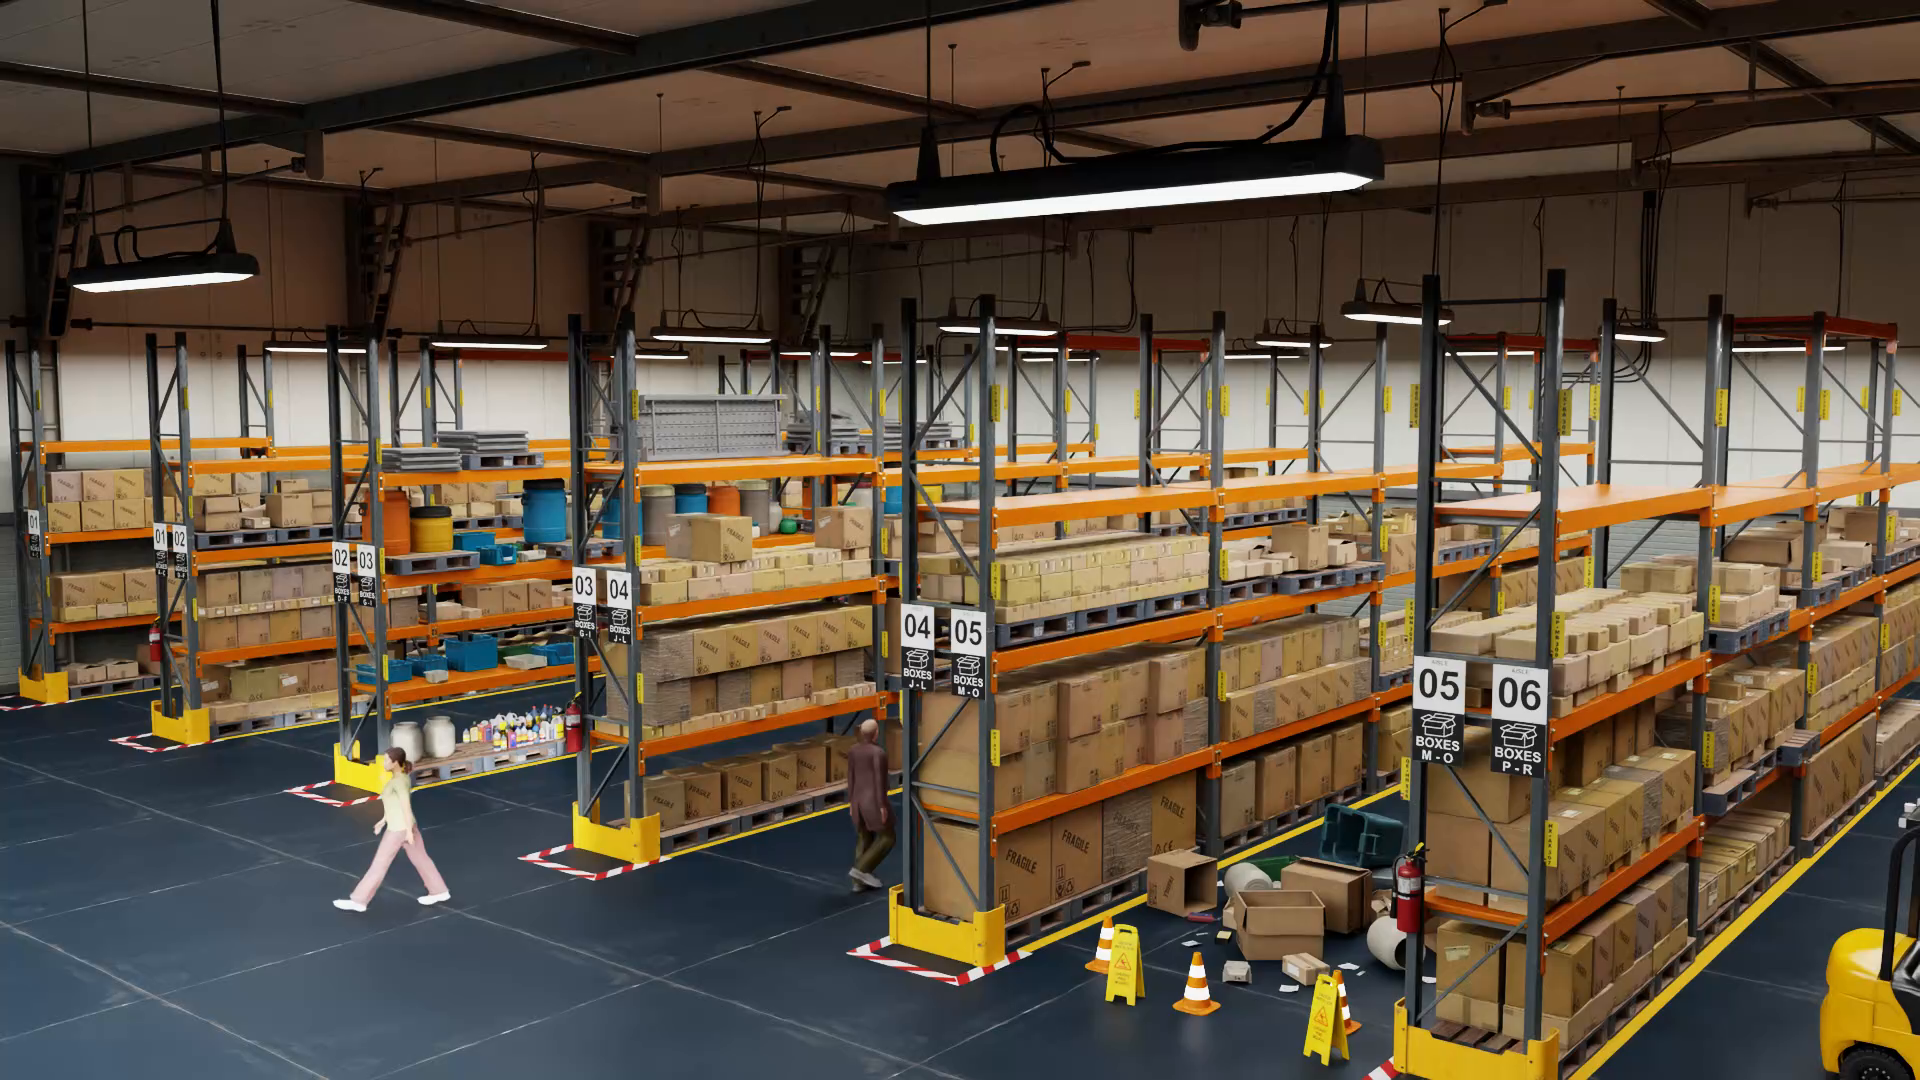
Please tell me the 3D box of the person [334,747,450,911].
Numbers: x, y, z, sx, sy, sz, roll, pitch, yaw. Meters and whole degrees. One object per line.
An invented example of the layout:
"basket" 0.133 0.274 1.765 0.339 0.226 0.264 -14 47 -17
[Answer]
"person" -5.641 2.854 16.510 1.063 1.611 0.483 -1 5 -8

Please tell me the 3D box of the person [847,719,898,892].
"person" -0.964 2.735 17.143 0.571 1.770 0.616 -5 7 -41

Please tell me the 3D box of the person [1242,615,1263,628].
"person" 4.702 1.931 26.600 0.600 1.663 1.099 4 6 36
